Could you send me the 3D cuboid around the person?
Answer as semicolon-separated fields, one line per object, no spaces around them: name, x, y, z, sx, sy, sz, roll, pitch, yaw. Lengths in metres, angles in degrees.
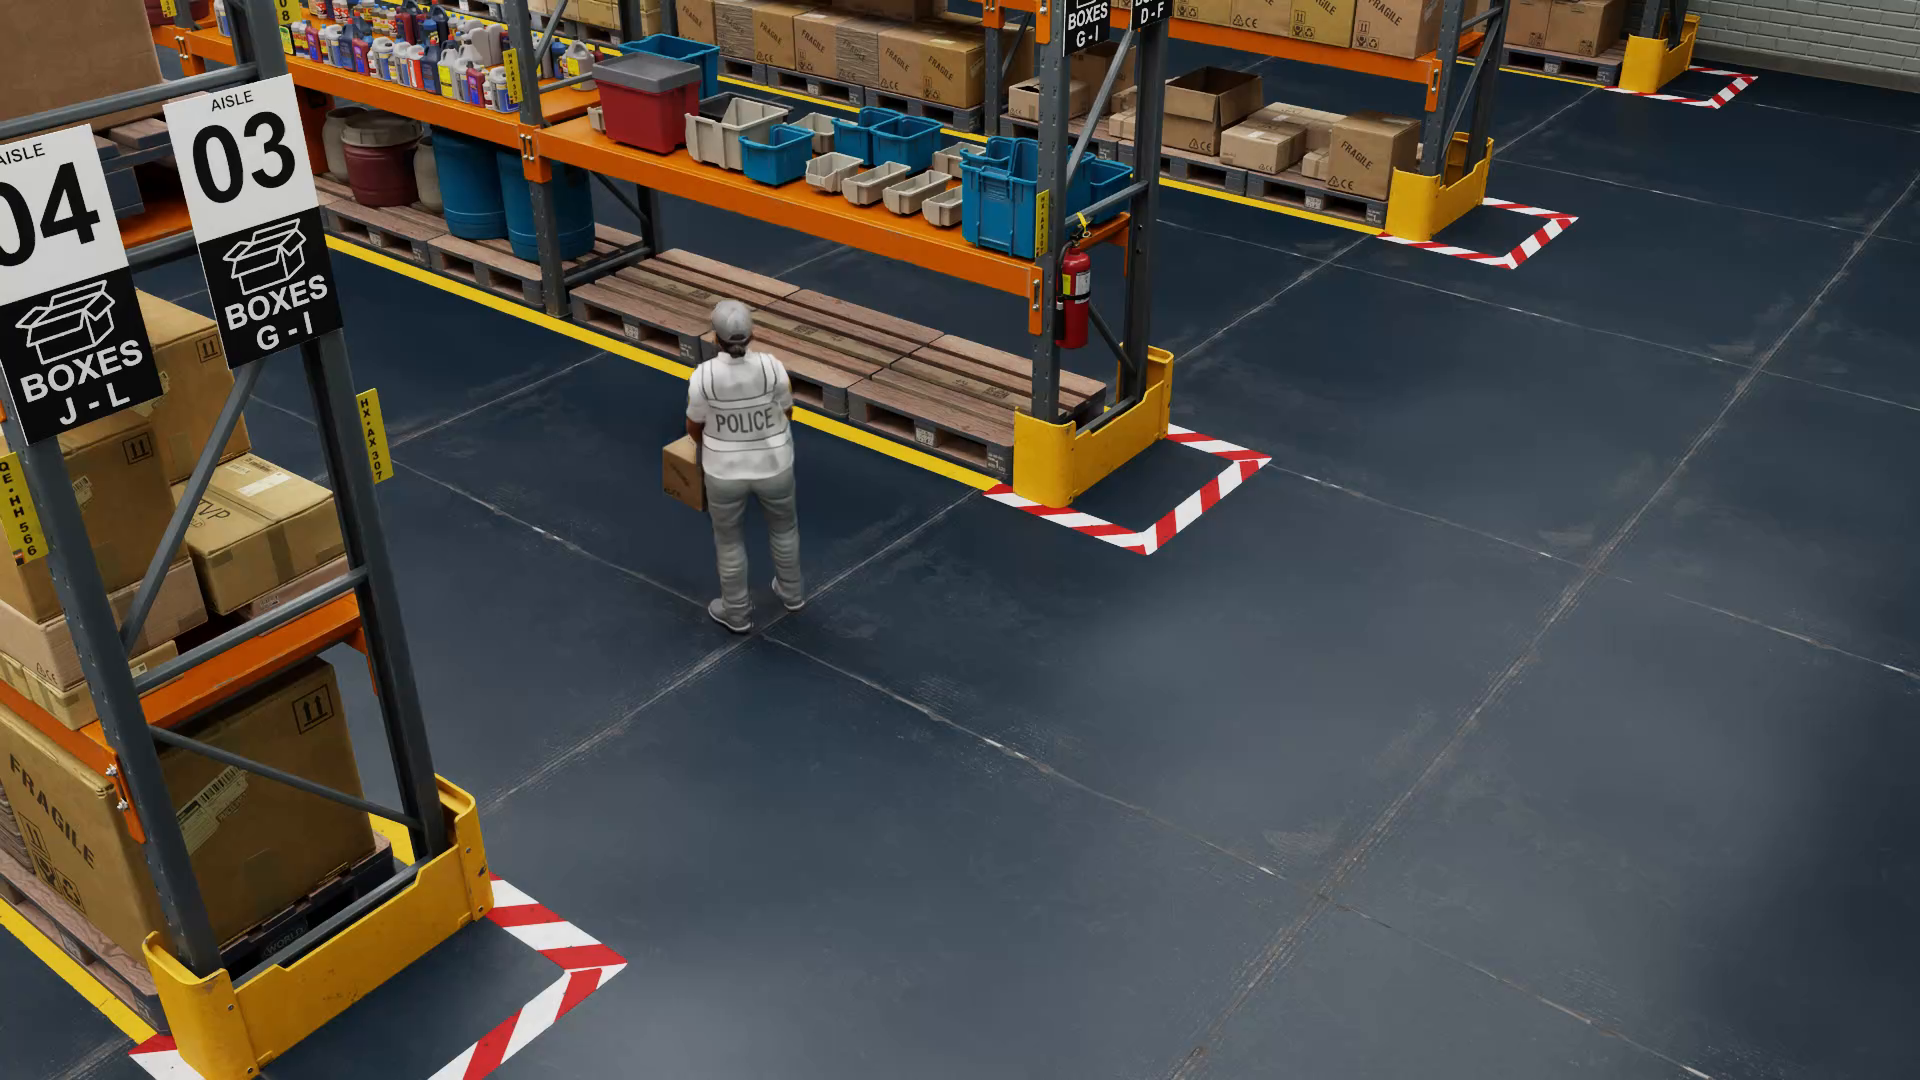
person;-1.001;-0.359;7.700;0.496;1.673;0.501;-6;32;-10
